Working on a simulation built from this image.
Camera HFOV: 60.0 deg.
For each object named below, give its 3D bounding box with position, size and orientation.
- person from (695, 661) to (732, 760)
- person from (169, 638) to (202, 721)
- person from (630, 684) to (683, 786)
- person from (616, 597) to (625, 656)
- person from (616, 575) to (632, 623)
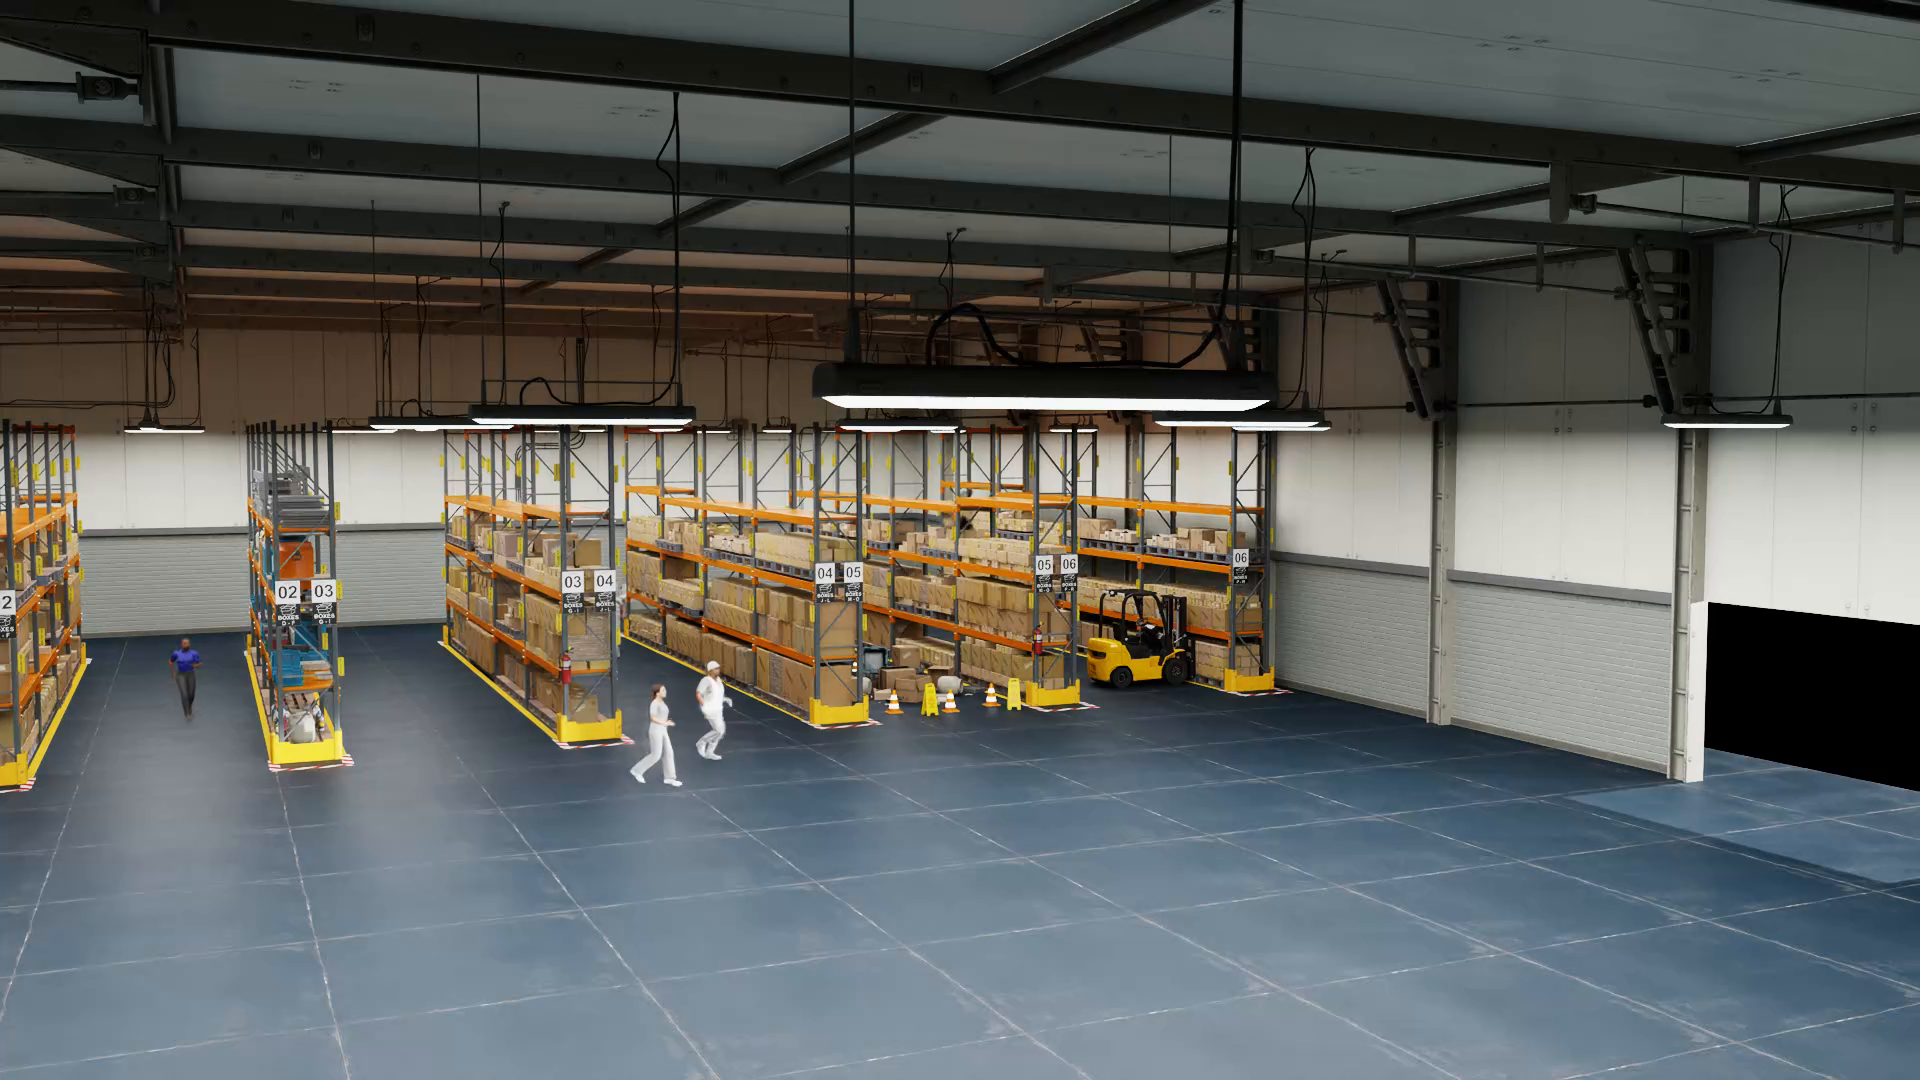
[{"bbox_3d":[-4.359,3.010,29.428,0.589,1.745,0.694,1,4,14],"label":"person"},{"bbox_3d":[-15.599,2.782,33.523,0.576,1.640,0.911,-2,4,-33],"label":"person"},{"bbox_3d":[-4.964,3.187,27.211,0.836,1.686,0.565,0,4,6],"label":"person"},{"bbox_3d":[-9.070,2.107,43.422,0.669,1.762,1.042,-1,4,-16],"label":"person"},{"bbox_3d":[-9.998,1.843,48.973,0.741,1.652,0.722,-1,4,-8],"label":"person"}]
